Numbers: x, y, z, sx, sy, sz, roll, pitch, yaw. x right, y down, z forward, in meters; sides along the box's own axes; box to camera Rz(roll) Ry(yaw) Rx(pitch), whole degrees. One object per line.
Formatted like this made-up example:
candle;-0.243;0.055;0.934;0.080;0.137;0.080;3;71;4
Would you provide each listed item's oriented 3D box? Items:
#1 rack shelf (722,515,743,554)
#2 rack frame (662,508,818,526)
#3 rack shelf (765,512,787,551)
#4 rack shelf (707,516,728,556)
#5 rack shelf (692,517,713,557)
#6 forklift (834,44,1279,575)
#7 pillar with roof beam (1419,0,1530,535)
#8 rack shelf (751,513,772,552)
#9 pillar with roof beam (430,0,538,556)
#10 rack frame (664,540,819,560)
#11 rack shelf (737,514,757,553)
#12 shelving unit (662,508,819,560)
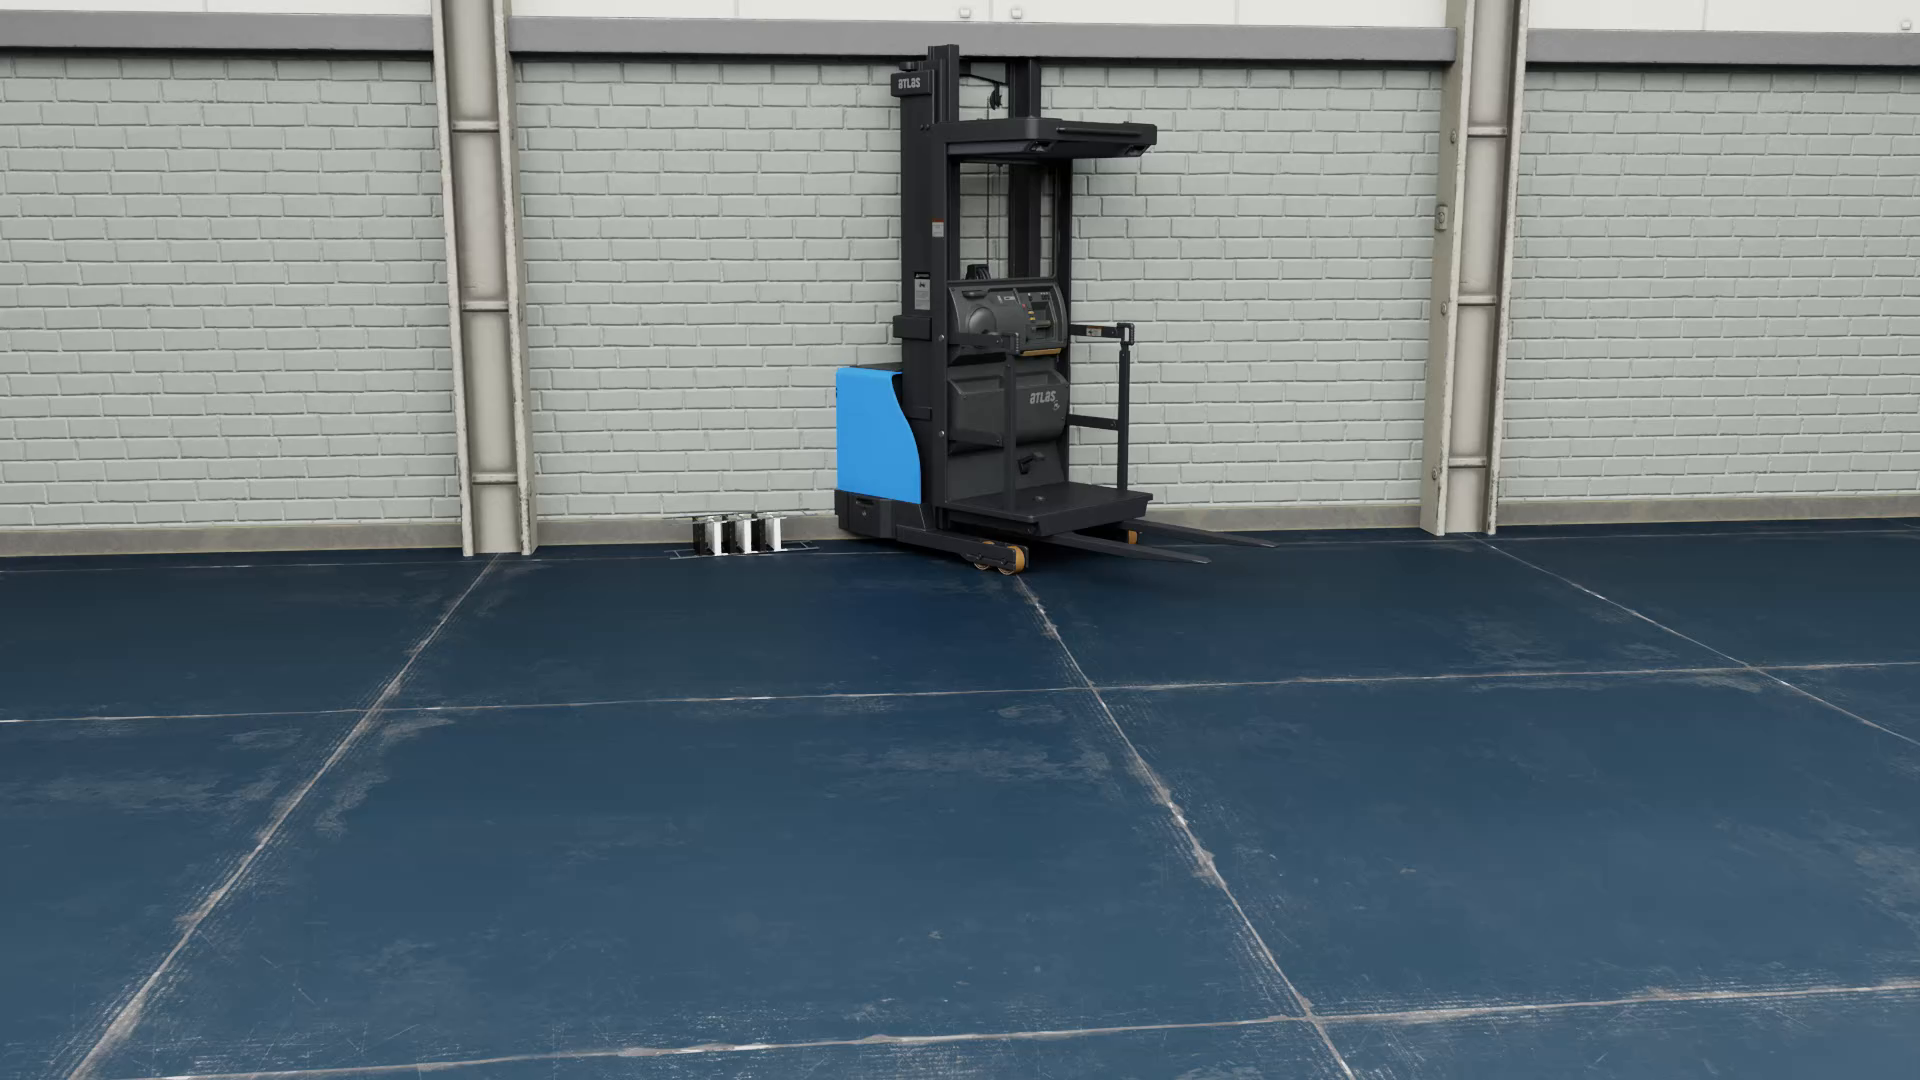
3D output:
rack shelf;-1.372;-0.037;9.994;0.077;0.200;0.258;-4;12;-18
rack frame;-1.319;-0.141;9.992;0.900;0.006;0.240;-4;12;-18
rack shelf;-1.116;-0.056;10.079;0.077;0.200;0.258;-4;12;-18
rack shelf;-1.457;-0.031;9.966;0.077;0.200;0.258;-4;12;-18
rack shelf;-1.542;-0.024;9.938;0.077;0.200;0.258;-4;12;-18
forklift;0.440;-1.353;9.653;1.130;2.935;3.031;-11;16;-44
pillar with roof beam;3.657;-3.653;5.620;0.400;9.000;9.100;-1;11;-6
rack shelf;-1.202;-0.050;10.051;0.077;0.200;0.258;-4;12;-18
pillar with roof beam;-2.308;-3.528;4.984;0.400;9.000;9.100;-1;11;-6
rack frame;-1.317;0.059;10.032;0.900;0.006;0.240;-4;12;-18
rack shelf;-1.287;-0.043;10.023;0.077;0.200;0.258;-4;12;-18
shelving unit;-1.318;-0.041;10.012;0.900;0.210;0.258;-4;12;-18
